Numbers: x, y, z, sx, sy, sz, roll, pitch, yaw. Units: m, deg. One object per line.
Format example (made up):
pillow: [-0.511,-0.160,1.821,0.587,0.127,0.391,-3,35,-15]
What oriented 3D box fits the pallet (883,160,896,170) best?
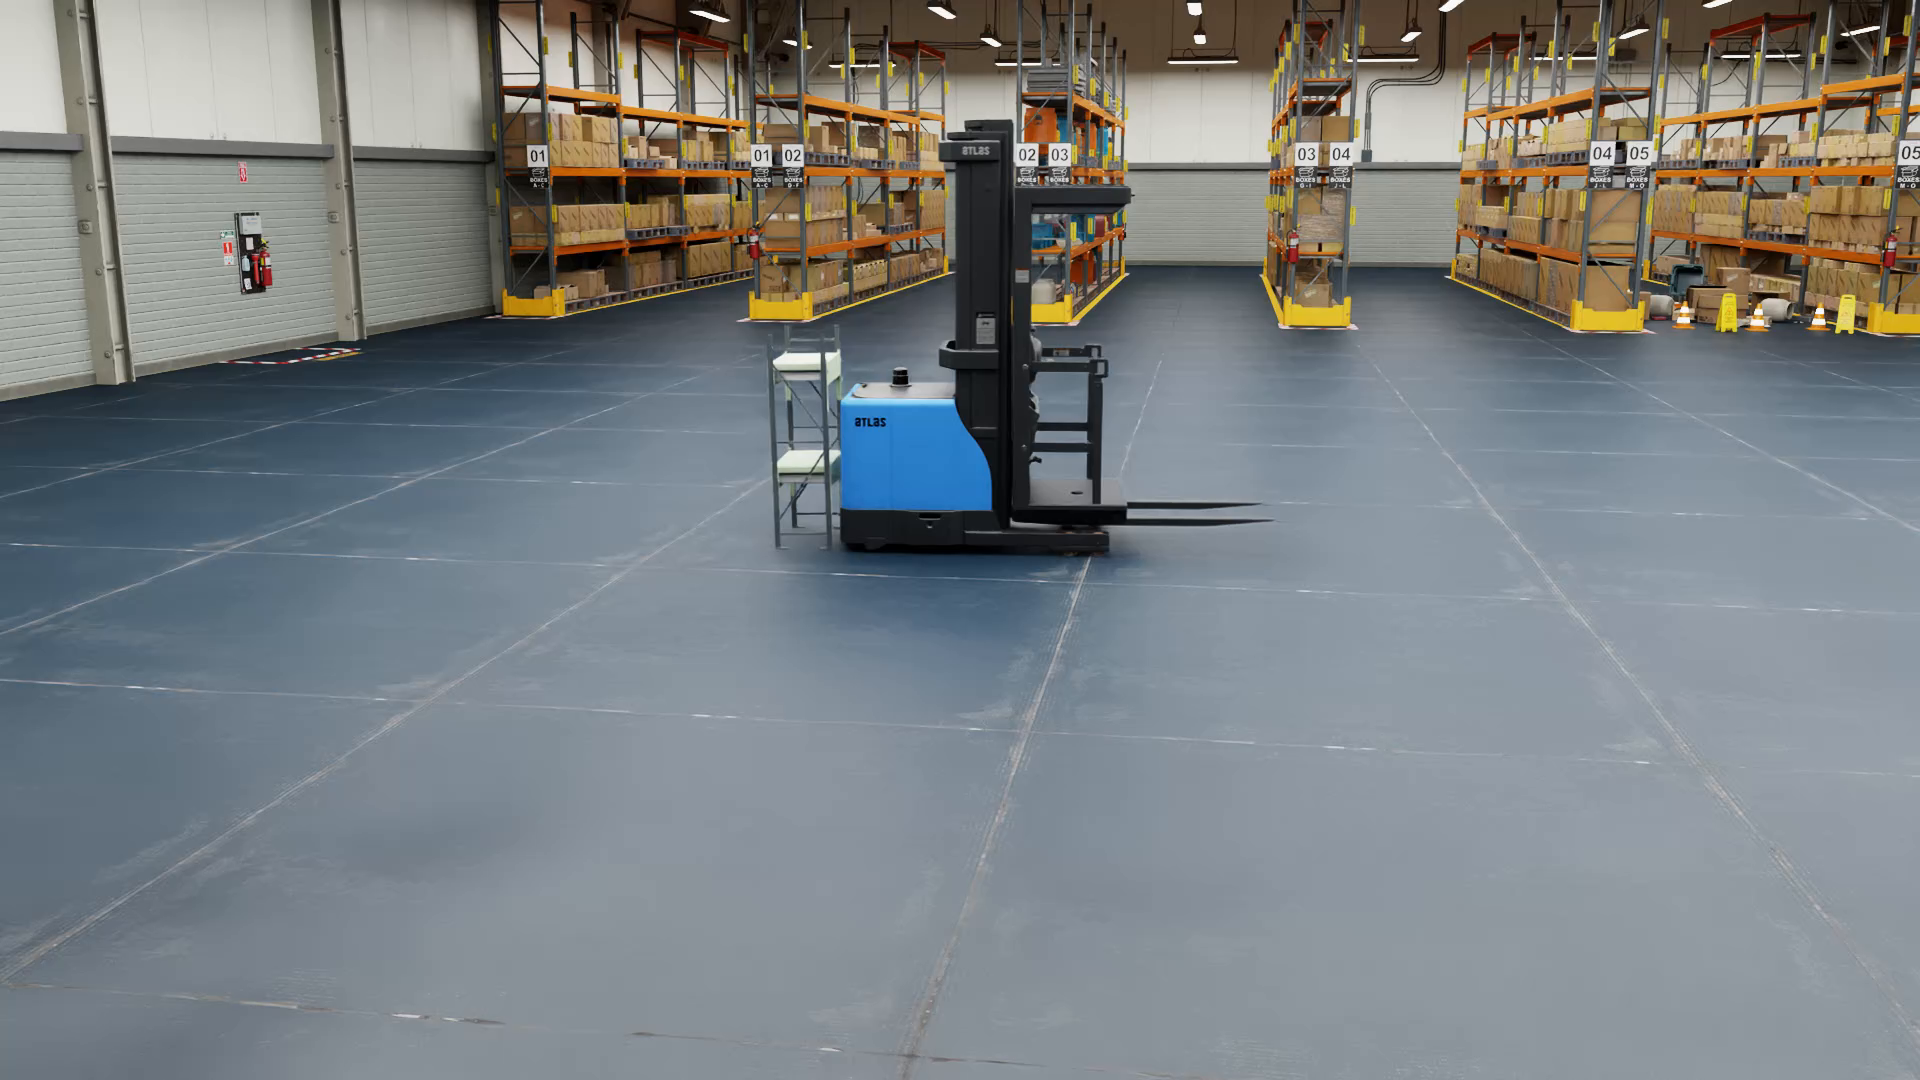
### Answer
pallet: [-2.160,-8.550,37.876,1.213,0.211,1.003,2,12,11]

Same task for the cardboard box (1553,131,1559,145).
cardboard box: [11.486,-7.579,31.337,0.500,0.250,0.500,2,12,8]

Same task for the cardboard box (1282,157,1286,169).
cardboard box: [7.171,-8.088,35.638,0.500,0.250,0.500,2,12,10]

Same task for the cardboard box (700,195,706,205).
cardboard box: [-6.560,-8.353,40.862,0.500,0.250,0.500,2,12,9]

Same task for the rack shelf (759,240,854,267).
rack shelf: [-3.067,-5.720,33.121,1.077,0.370,4.000,2,12,9]

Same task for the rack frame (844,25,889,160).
rack frame: [-2.144,-10.253,38.209,1.000,3.000,0.127,2,12,9]

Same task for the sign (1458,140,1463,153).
sign: [13.223,-10.393,43.906,0.100,0.325,0.005,2,12,9]

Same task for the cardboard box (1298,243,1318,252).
cardboard box: [6.253,-5.277,29.953,0.380,0.149,0.250,2,12,9]

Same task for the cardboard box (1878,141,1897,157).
cardboard box: [16.018,-6.666,28.334,0.500,0.250,0.500,2,12,8]

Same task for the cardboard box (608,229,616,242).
cardboard box: [-7.513,-6.372,34.749,0.500,0.250,0.500,2,12,9]

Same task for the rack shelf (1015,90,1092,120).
rack shelf: [1.827,-8.296,31.783,1.077,0.370,4.000,2,12,9]

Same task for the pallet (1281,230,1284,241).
pallet: [7.380,-6.491,35.450,1.003,0.211,1.213,2,12,9]

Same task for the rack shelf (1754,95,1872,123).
rack shelf: [17.128,-8.647,33.412,1.077,0.370,4.000,2,12,9]

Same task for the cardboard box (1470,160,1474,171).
cardboard box: [13.196,-9.466,42.032,0.500,0.250,0.500,2,12,8]

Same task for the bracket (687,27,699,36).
bracket: [-6.884,-13.081,42.787,0.235,0.232,0.430,2,12,9]

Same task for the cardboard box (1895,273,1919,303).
cardboard box: [16.606,-4.404,29.058,0.500,0.500,0.500,1,12,7]

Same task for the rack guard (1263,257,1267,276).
rack guard: [8.878,-7.447,45.362,1.175,0.500,0.348,2,12,9]

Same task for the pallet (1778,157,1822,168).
pallet: [17.177,-7.560,33.281,1.213,0.211,1.003,2,12,9]

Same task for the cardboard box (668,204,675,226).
cardboard box: [-7.102,-7.646,39.070,0.700,0.500,0.500,0,12,2]

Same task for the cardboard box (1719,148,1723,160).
cardboard box: [17.424,-8.747,37.664,0.396,0.266,0.258,3,13,13]

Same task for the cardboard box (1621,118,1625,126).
cardboard box: [11.704,-7.250,28.866,0.380,0.149,0.250,2,12,9]

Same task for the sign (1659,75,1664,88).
sign: [18.119,-11.829,42.928,0.100,0.325,0.005,2,12,9]

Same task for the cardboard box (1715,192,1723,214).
cardboard box: [17.496,-7.647,37.744,0.500,0.500,0.500,2,12,8]

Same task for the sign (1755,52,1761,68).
sign: [16.887,-10.161,35.191,0.100,0.325,0.005,2,12,9]

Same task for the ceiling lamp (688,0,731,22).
ceiling lamp: [-4.903,-12.315,33.920,0.800,3.185,2.000,2,12,9]

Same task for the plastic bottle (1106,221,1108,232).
plastic bottle: [3.633,-7.793,41.309,0.061,0.283,0.133,2,12,9]

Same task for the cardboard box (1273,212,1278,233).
cardboard box: [7.865,-7.688,40.309,0.500,0.500,0.500,2,12,9]

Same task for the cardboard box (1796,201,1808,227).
cardboard box: [16.665,-6.348,32.389,0.500,0.500,0.500,2,12,8]

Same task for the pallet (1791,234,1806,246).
pallet: [17.082,-5.905,32.731,1.003,0.211,1.213,2,12,9]

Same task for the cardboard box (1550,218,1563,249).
cardboard box: [11.607,-5.757,31.229,0.875,0.550,0.550,2,12,9]

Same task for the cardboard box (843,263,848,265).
cardboard box: [-2.746,-6.033,37.068,0.500,0.311,0.500,2,12,8]

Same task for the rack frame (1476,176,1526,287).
rack frame: [13.144,-7.650,40.368,1.000,3.000,0.127,2,12,9]

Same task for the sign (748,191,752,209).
sign: [-3.908,-6.357,31.062,0.100,0.325,0.005,2,12,9]

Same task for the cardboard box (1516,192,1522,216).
cardboard box: [12.450,-7.261,35.957,0.700,0.500,0.500,2,12,8]

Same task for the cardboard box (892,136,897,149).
cardboard box: [-1.882,-9.542,40.559,0.600,0.600,0.600,1,12,6]

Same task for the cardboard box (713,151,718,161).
cardboard box: [-6.551,-10.110,43.787,0.500,0.250,0.500,2,12,9]

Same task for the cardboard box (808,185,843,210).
cardboard box: [-2.821,-7.078,34.401,0.700,0.500,0.500,2,12,9]

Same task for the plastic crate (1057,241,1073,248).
plastic crate: [1.975,-5.541,31.209,0.298,0.136,0.250,2,12,9]

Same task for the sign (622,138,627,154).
sign: [-7.117,-8.351,35.274,0.100,0.325,0.005,2,12,9]

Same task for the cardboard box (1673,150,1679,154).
cardboard box: [18.686,-9.893,42.782,0.500,0.250,0.500,1,12,3]

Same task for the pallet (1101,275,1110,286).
pallet: [3.205,-6.469,41.511,1.003,0.211,1.213,2,12,9]

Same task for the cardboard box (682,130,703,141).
cardboard box: [-6.759,-10.115,41.628,0.500,0.250,0.500,1,12,7]

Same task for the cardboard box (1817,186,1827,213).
cardboard box: [16.439,-6.338,30.965,0.700,0.500,0.500,2,12,9]

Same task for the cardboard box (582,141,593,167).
cardboard box: [-7.716,-7.732,33.348,0.500,0.500,0.500,3,12,12]

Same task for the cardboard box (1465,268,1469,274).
cardboard box: [13.138,-6.873,42.534,0.380,0.149,0.250,2,12,9]

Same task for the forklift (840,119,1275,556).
forklift: [0.691,-1.437,11.703,3.031,2.935,1.130,0,12,2]

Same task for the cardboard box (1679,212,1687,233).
cardboard box: [17.943,-7.771,40.696,0.500,0.500,0.500,2,12,7]

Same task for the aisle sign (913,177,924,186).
aisle sign: [-1.193,-10.280,46.405,0.394,0.787,0.004,2,12,9]

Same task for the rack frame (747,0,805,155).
rack frame: [-3.374,-8.588,30.482,1.000,3.000,0.127,2,12,9]

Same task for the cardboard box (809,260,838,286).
cardboard box: [-2.776,-5.404,33.698,0.500,0.500,0.500,2,12,9]

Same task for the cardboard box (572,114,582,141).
cardboard box: [-7.776,-8.111,32.730,0.500,0.500,0.500,2,12,10]

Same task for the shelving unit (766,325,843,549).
shelving unit: [-1.088,-0.751,11.897,0.431,1.500,0.755,0,12,4]
